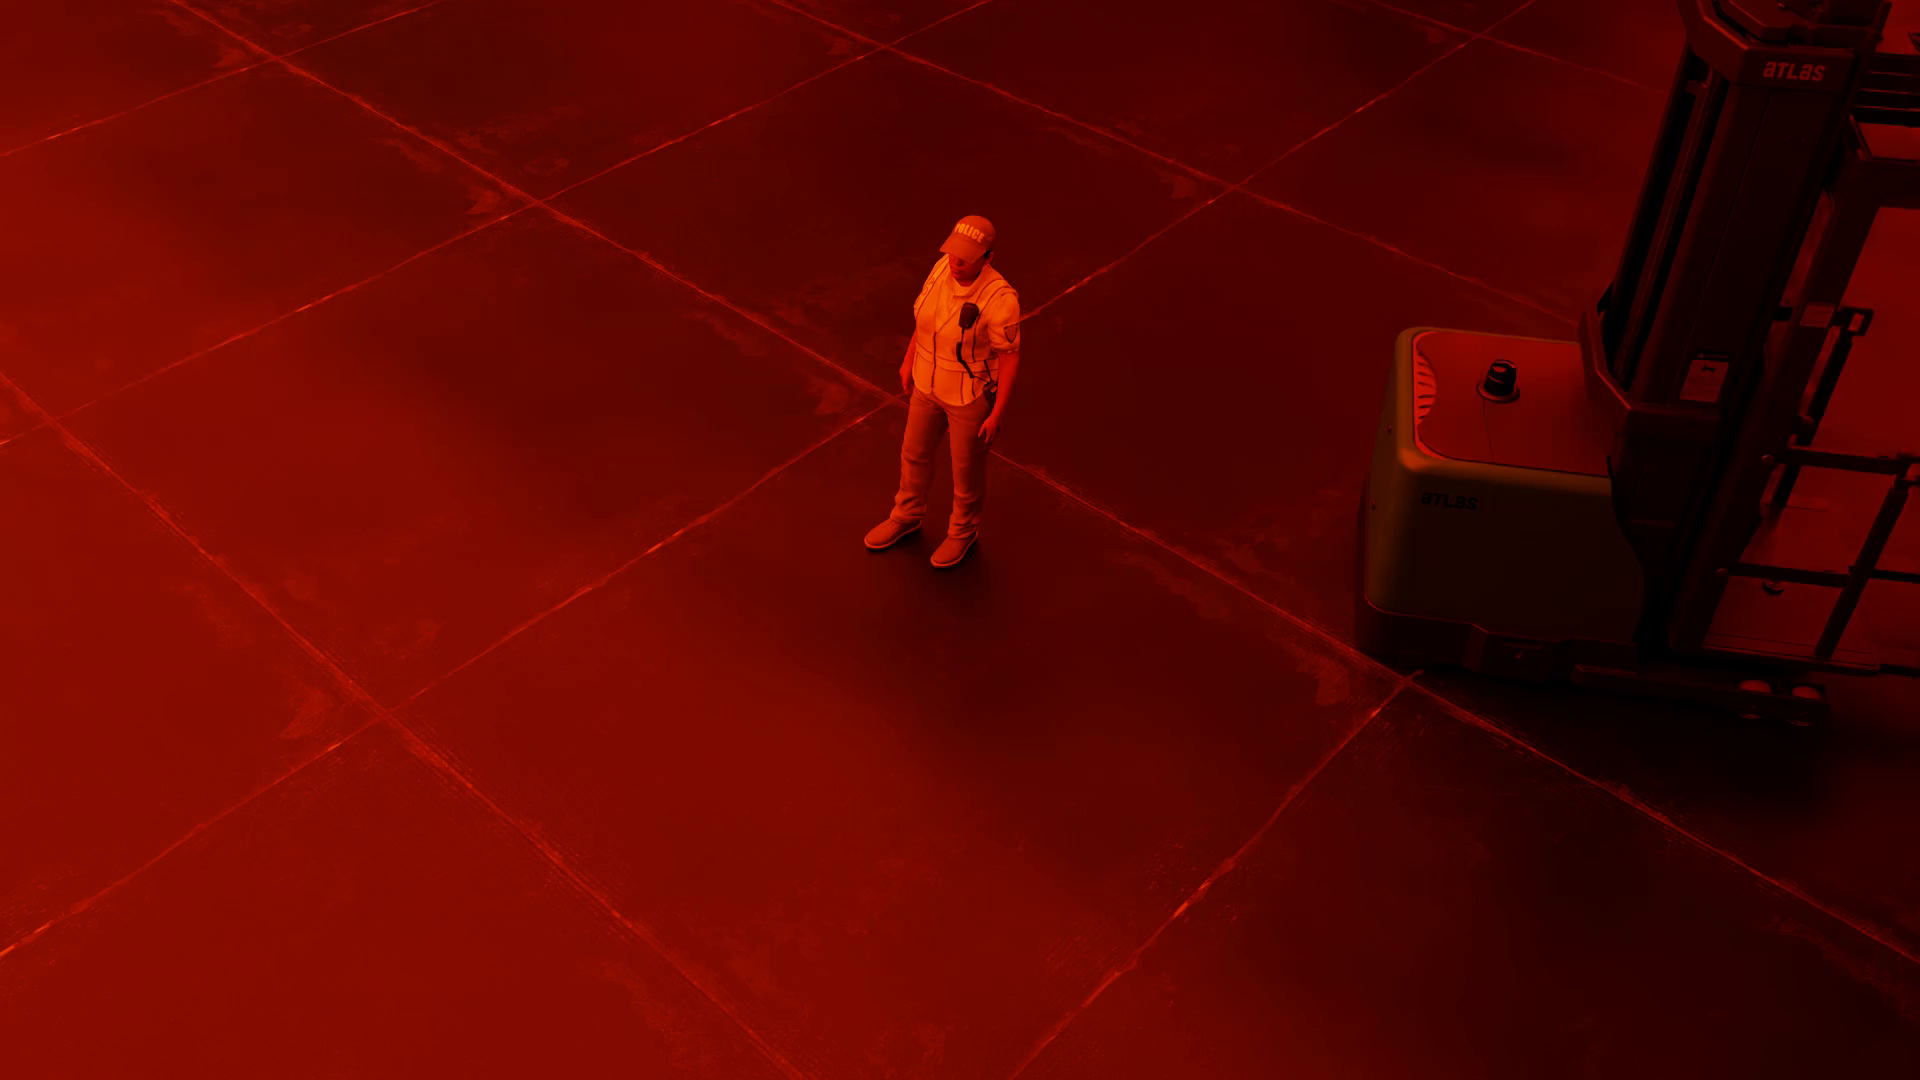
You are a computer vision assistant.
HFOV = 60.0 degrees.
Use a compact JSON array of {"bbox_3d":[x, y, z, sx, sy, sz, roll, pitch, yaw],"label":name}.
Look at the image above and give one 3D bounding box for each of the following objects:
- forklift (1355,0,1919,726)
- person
[{"bbox_3d":[3.255,-0.732,6.281,3.031,2.935,1.130,7,41,8],"label":"forklift"},{"bbox_3d":[-0.069,-0.612,7.100,0.598,1.670,0.529,31,49,31],"label":"person"}]
